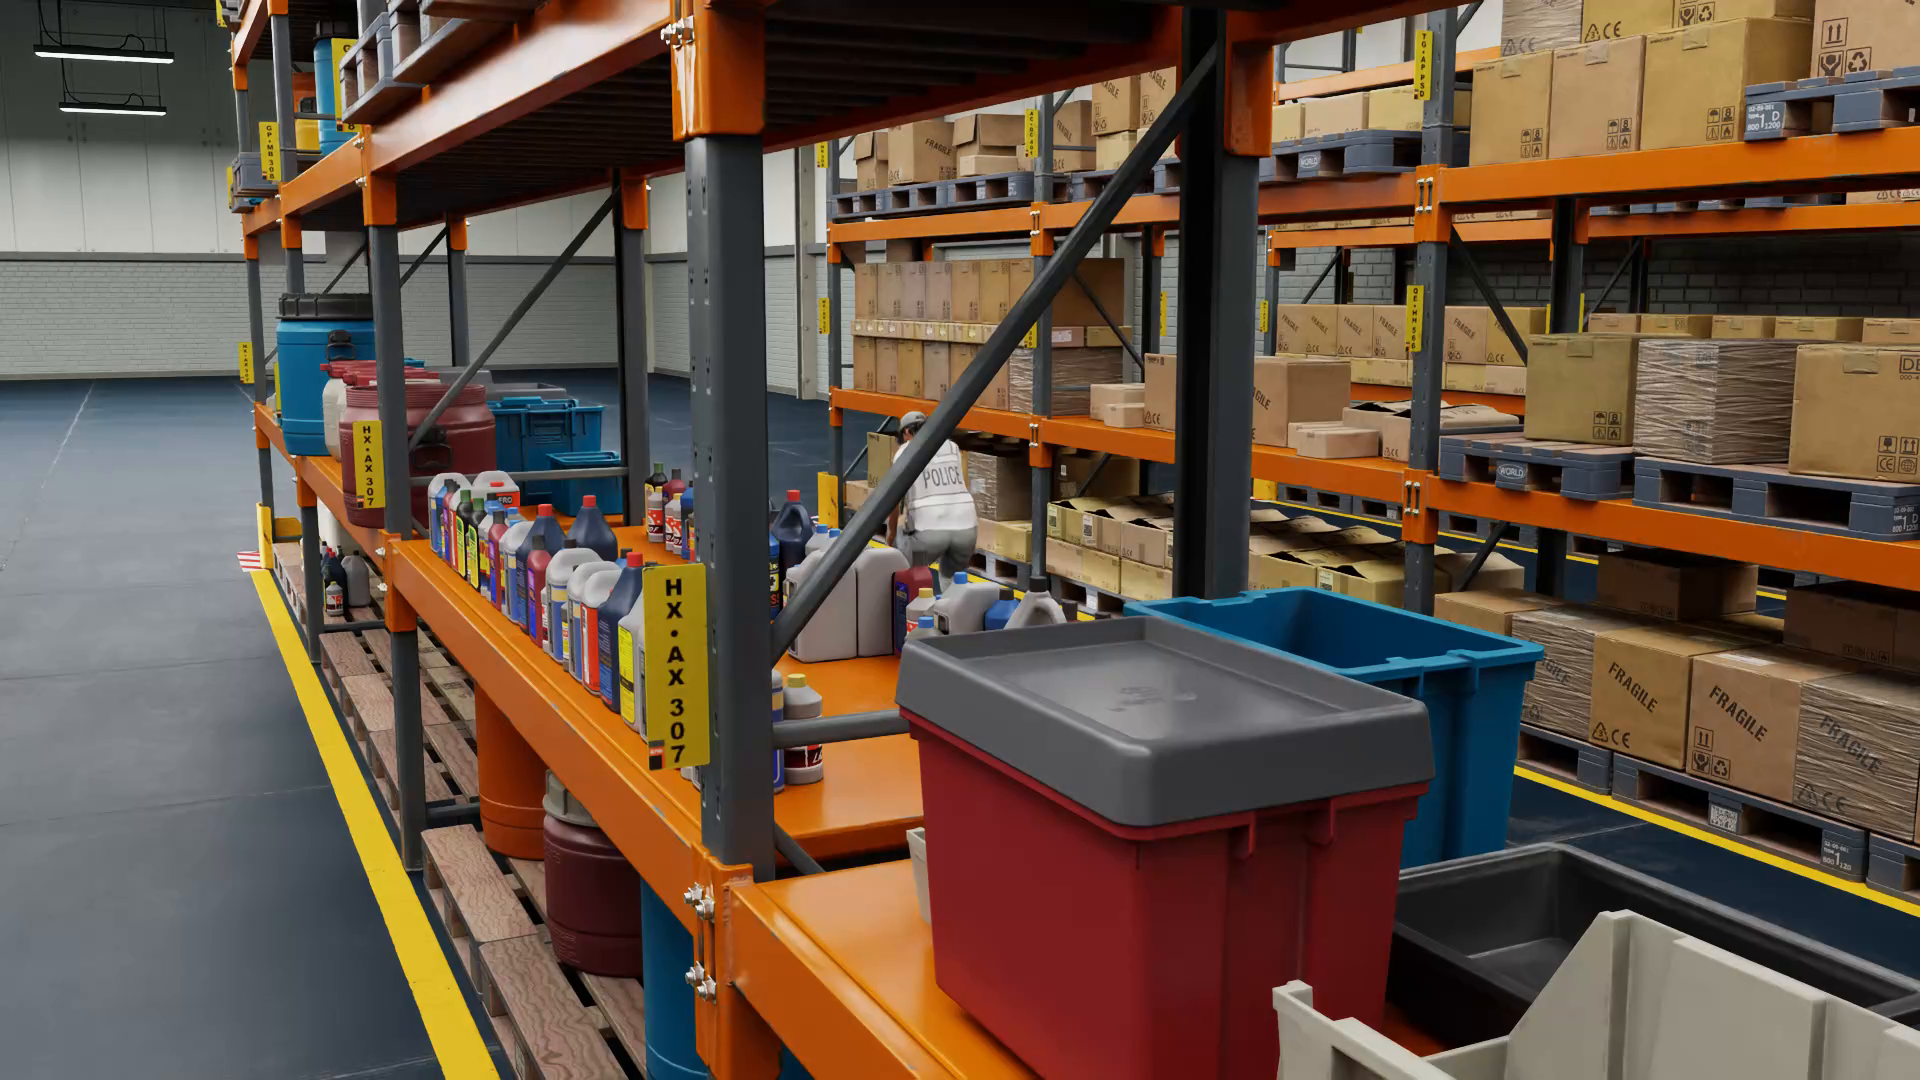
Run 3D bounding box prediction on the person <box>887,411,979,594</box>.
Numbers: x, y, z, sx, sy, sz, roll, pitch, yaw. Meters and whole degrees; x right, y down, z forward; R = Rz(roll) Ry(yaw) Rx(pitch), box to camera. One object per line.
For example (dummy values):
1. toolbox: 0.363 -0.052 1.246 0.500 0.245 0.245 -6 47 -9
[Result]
1. person: -0.198 -0.050 10.330 0.528 1.480 0.652 -4 10 -25
